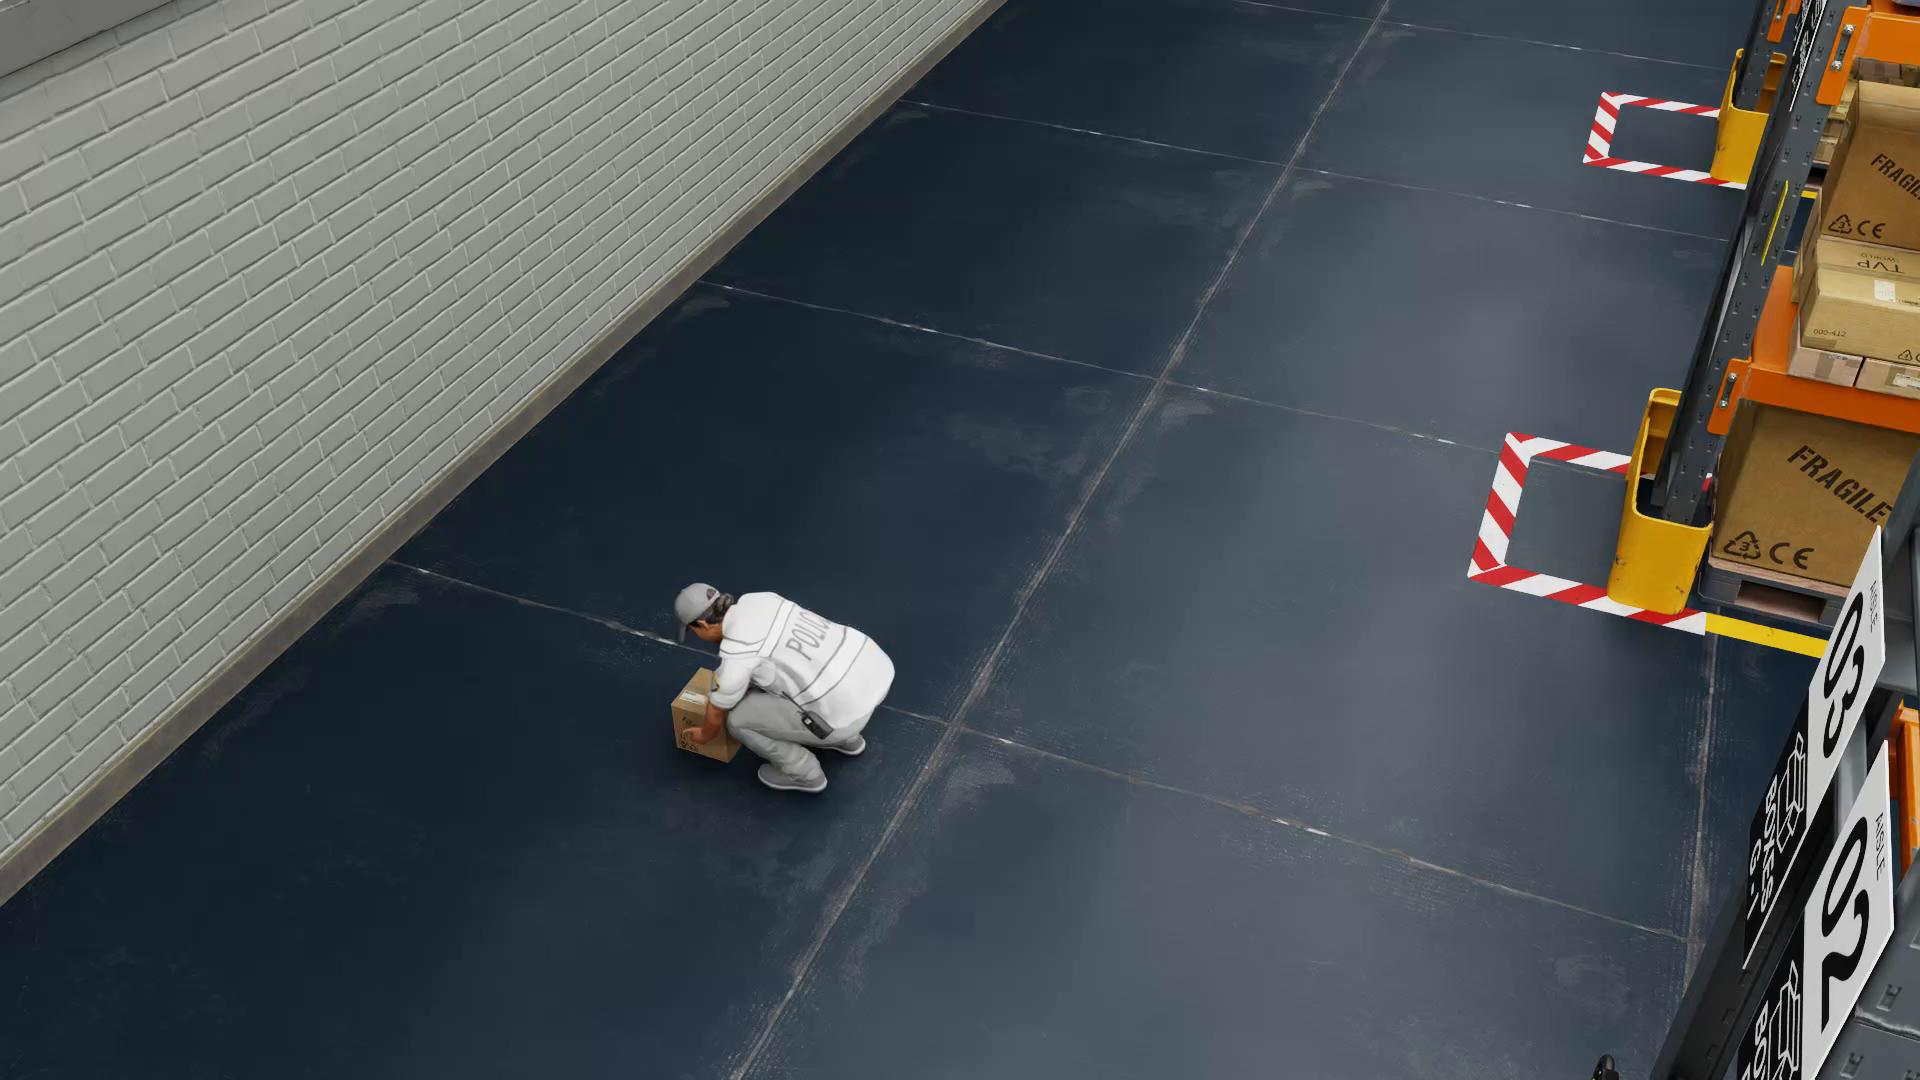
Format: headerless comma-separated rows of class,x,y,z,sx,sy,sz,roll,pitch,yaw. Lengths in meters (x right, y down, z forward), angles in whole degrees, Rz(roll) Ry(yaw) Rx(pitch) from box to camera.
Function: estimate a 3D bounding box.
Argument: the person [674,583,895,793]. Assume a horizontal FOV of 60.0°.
person,-0.706,0.584,6.720,0.861,0.867,0.525,14,40,17
